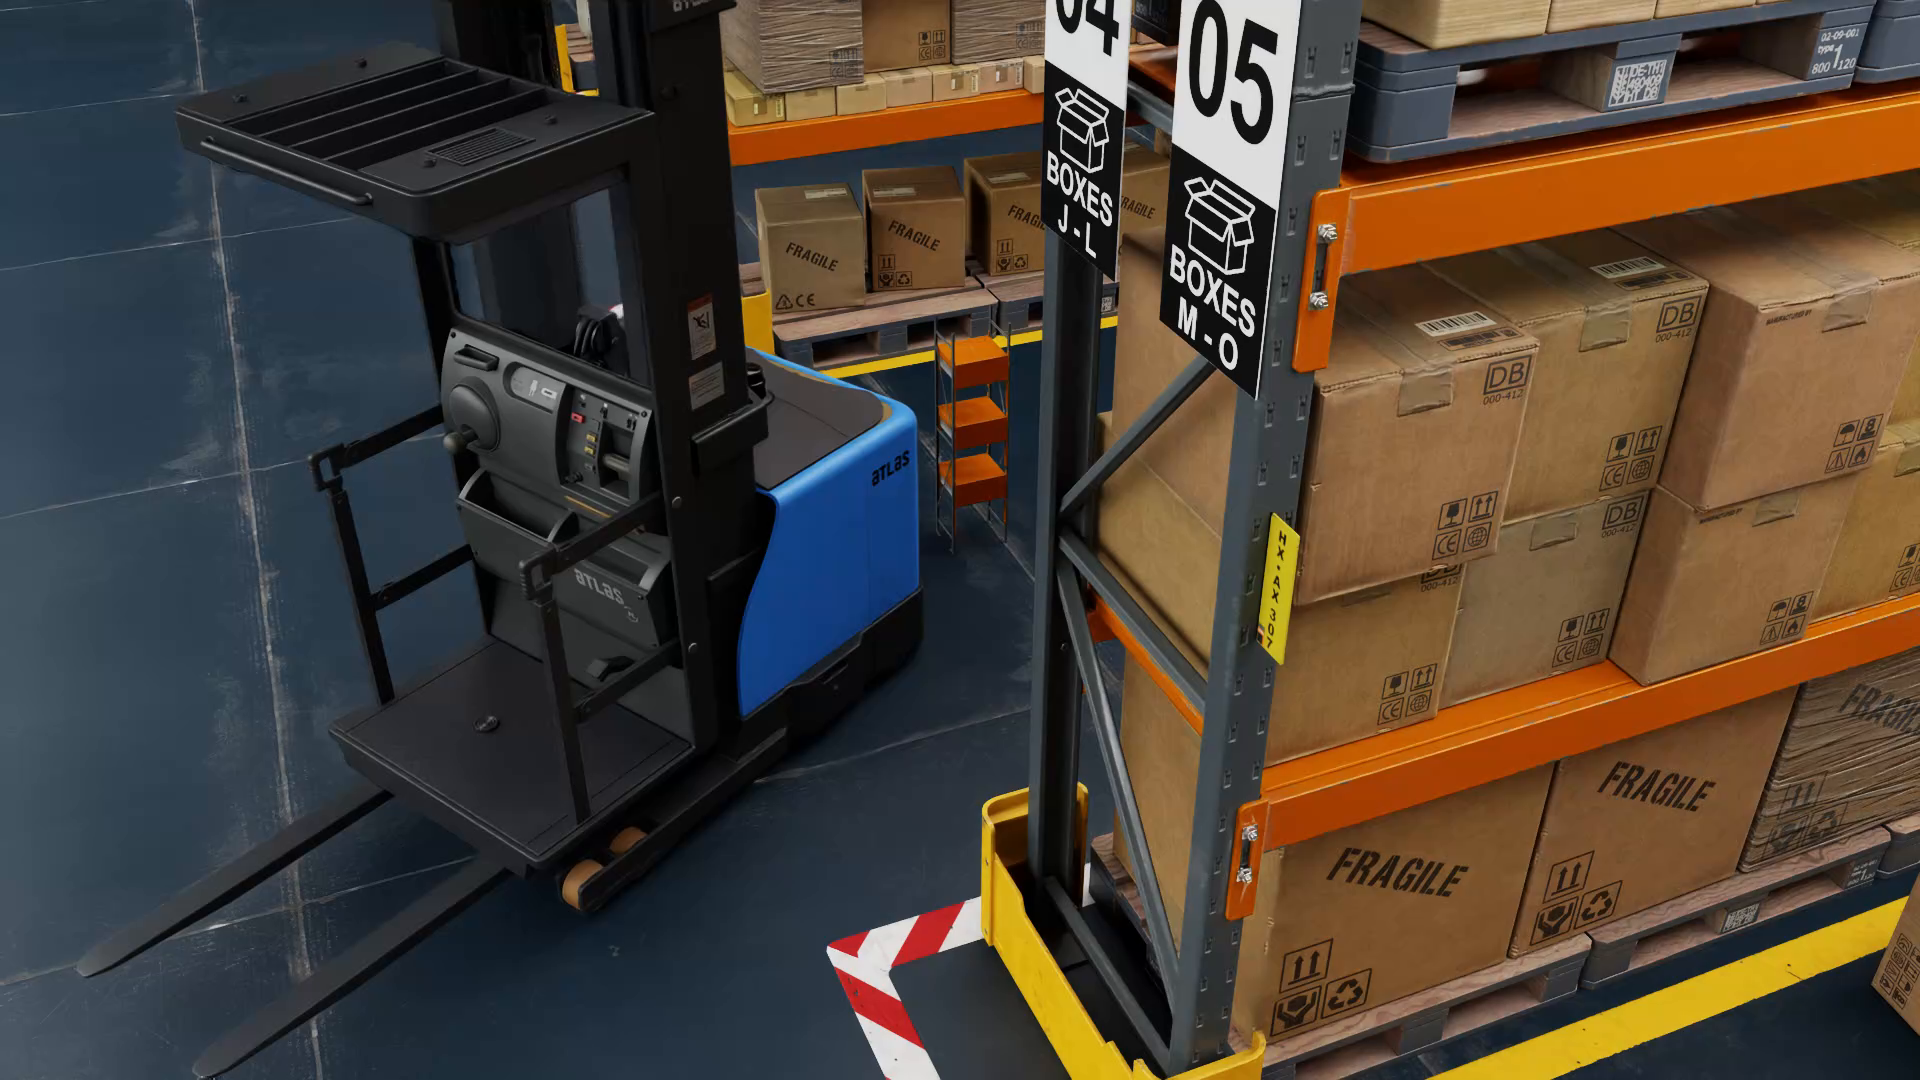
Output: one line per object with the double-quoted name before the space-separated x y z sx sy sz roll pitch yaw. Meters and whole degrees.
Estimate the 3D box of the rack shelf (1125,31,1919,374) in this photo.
"rack shelf" 2.298 -1.157 4.188 4.000 0.370 1.077 -13 35 -19

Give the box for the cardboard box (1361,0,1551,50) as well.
"cardboard box" 0.894 -1.061 3.133 0.250 0.149 0.380 -13 35 -19

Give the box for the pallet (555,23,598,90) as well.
"pallet" -2.488 -3.825 12.936 1.213 0.211 1.003 -13 35 -19

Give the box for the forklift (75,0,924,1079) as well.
"forklift" -1.430 -0.327 5.065 1.130 2.935 3.031 22 39 30

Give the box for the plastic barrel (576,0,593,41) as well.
"plastic barrel" -2.713 -4.096 12.691 0.421 0.512 0.421 0 33 0

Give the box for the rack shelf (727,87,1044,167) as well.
"rack shelf" 0.471 -2.416 8.872 4.000 0.370 1.077 -13 35 -19

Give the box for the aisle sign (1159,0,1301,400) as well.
"aisle sign" 0.505 -0.703 3.197 0.004 0.787 0.394 -13 35 -19

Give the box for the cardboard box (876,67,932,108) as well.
"cardboard box" -0.321 -2.282 8.236 0.250 0.149 0.380 -13 35 -19

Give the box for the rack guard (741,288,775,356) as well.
"rack guard" -1.303 -1.263 8.733 0.348 0.500 1.175 -13 35 -19

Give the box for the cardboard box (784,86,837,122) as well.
"cardboard box" -0.780 -2.173 8.070 0.250 0.149 0.380 -13 35 -19

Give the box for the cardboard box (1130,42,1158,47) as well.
"cardboard box" 0.842 -2.532 8.621 0.250 0.149 0.380 -13 35 -19

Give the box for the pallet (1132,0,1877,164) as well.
"pallet" 1.134 -1.161 3.616 1.213 0.211 1.003 -13 35 -19

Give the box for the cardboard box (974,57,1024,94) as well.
"cardboard box" 0.132 -2.397 8.414 0.250 0.149 0.380 -13 35 -19

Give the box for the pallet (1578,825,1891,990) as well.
"pallet" 2.284 0.926 5.634 1.213 0.211 1.003 -13 35 -19

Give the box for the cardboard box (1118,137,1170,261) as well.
"cardboard box" 0.863 -1.908 9.339 0.500 0.500 0.500 -16 36 -23

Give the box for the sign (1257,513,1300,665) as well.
"sign" 0.663 0.105 3.472 0.005 0.325 0.100 -13 35 -19

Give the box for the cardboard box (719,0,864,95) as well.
"cardboard box" -0.855 -2.564 8.076 0.500 0.500 0.875 -13 35 -19

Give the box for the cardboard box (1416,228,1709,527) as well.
"cardboard box" 1.282 -0.516 4.166 0.550 0.550 0.875 -13 35 -19

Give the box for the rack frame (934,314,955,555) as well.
"rack frame" -0.063 -0.426 6.941 0.008 1.050 0.200 -13 35 -19

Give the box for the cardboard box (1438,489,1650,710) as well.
"cardboard box" 1.277 -0.071 4.471 0.550 0.550 0.875 -13 35 -19

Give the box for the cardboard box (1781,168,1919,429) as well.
"cardboard box" 2.290 -0.744 4.515 0.500 0.550 0.875 -13 35 -19

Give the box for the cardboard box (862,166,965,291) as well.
"cardboard box" -0.253 -1.690 9.004 0.500 0.500 0.500 -4 33 -6

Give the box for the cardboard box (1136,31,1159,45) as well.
"cardboard box" 0.979 -2.998 8.743 0.500 0.500 0.875 -13 35 -19

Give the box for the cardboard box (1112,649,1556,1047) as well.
"cardboard box" 1.053 0.759 4.897 0.875 0.875 0.875 -13 35 -19

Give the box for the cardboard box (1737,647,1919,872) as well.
"cardboard box" 2.705 0.380 5.478 0.875 0.875 0.875 -13 35 -19

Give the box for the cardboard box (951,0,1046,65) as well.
"cardboard box" 0.037 -2.814 8.459 0.500 0.500 0.875 -13 35 -19

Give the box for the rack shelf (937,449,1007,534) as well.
"rack shelf" 0.049 -0.210 7.138 0.240 0.259 0.215 -13 35 -19

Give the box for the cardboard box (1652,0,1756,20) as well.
"cardboard box" 1.360 -1.167 3.297 0.250 0.149 0.380 -13 35 -19

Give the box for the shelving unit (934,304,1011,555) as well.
"shelving unit" 0.049 -0.451 6.981 0.252 1.050 0.215 -13 35 -19

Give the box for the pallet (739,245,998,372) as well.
"pallet" -0.540 -1.296 9.048 1.213 0.211 1.003 -13 35 -19

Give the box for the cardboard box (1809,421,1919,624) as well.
"cardboard box" 2.315 -0.258 4.759 0.500 0.550 0.875 -13 35 -19

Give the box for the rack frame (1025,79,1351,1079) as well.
"rack frame" 0.454 0.221 4.161 0.127 3.000 1.000 -13 35 -19
